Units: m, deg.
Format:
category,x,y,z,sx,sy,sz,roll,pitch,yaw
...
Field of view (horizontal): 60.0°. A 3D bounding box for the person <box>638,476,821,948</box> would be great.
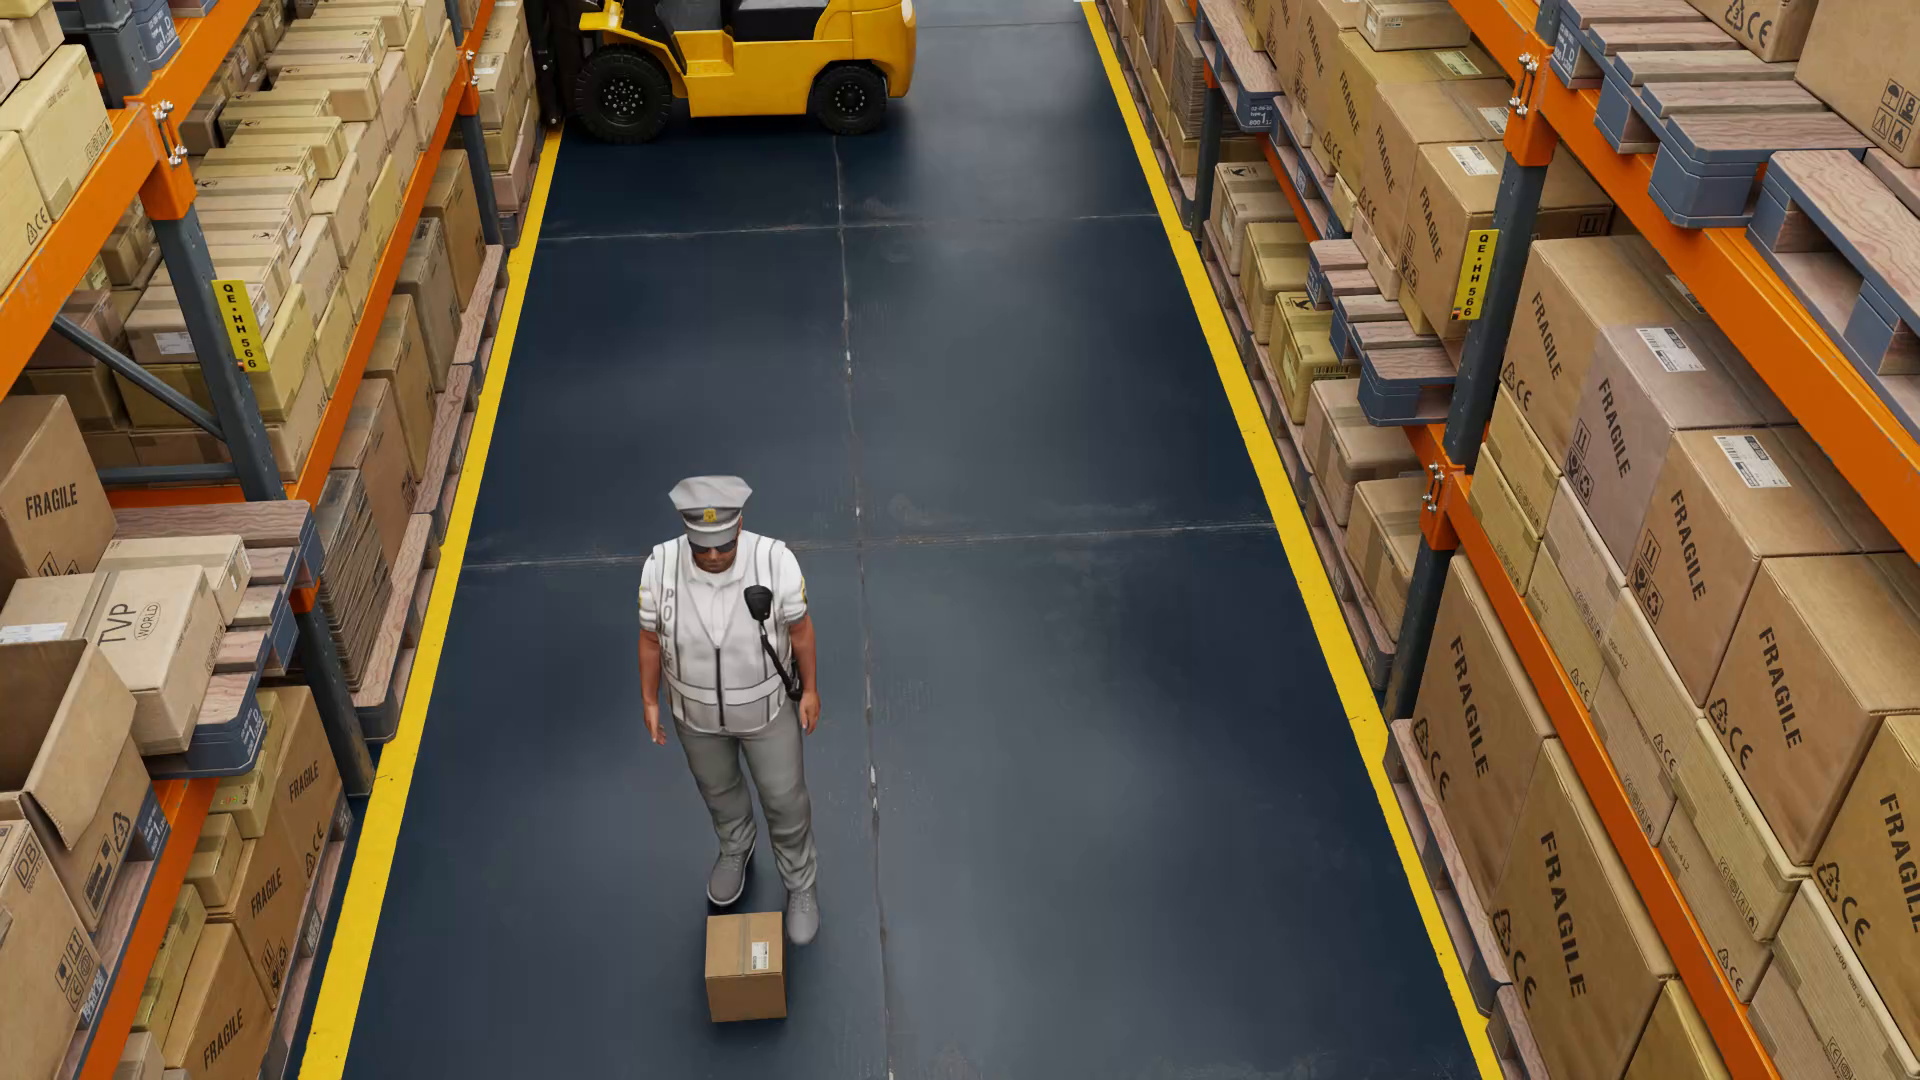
category,x,y,z,sx,sy,sz,roll,pitch,yaw
person,-0.758,0.575,5.444,0.581,1.784,0.534,0,39,0
